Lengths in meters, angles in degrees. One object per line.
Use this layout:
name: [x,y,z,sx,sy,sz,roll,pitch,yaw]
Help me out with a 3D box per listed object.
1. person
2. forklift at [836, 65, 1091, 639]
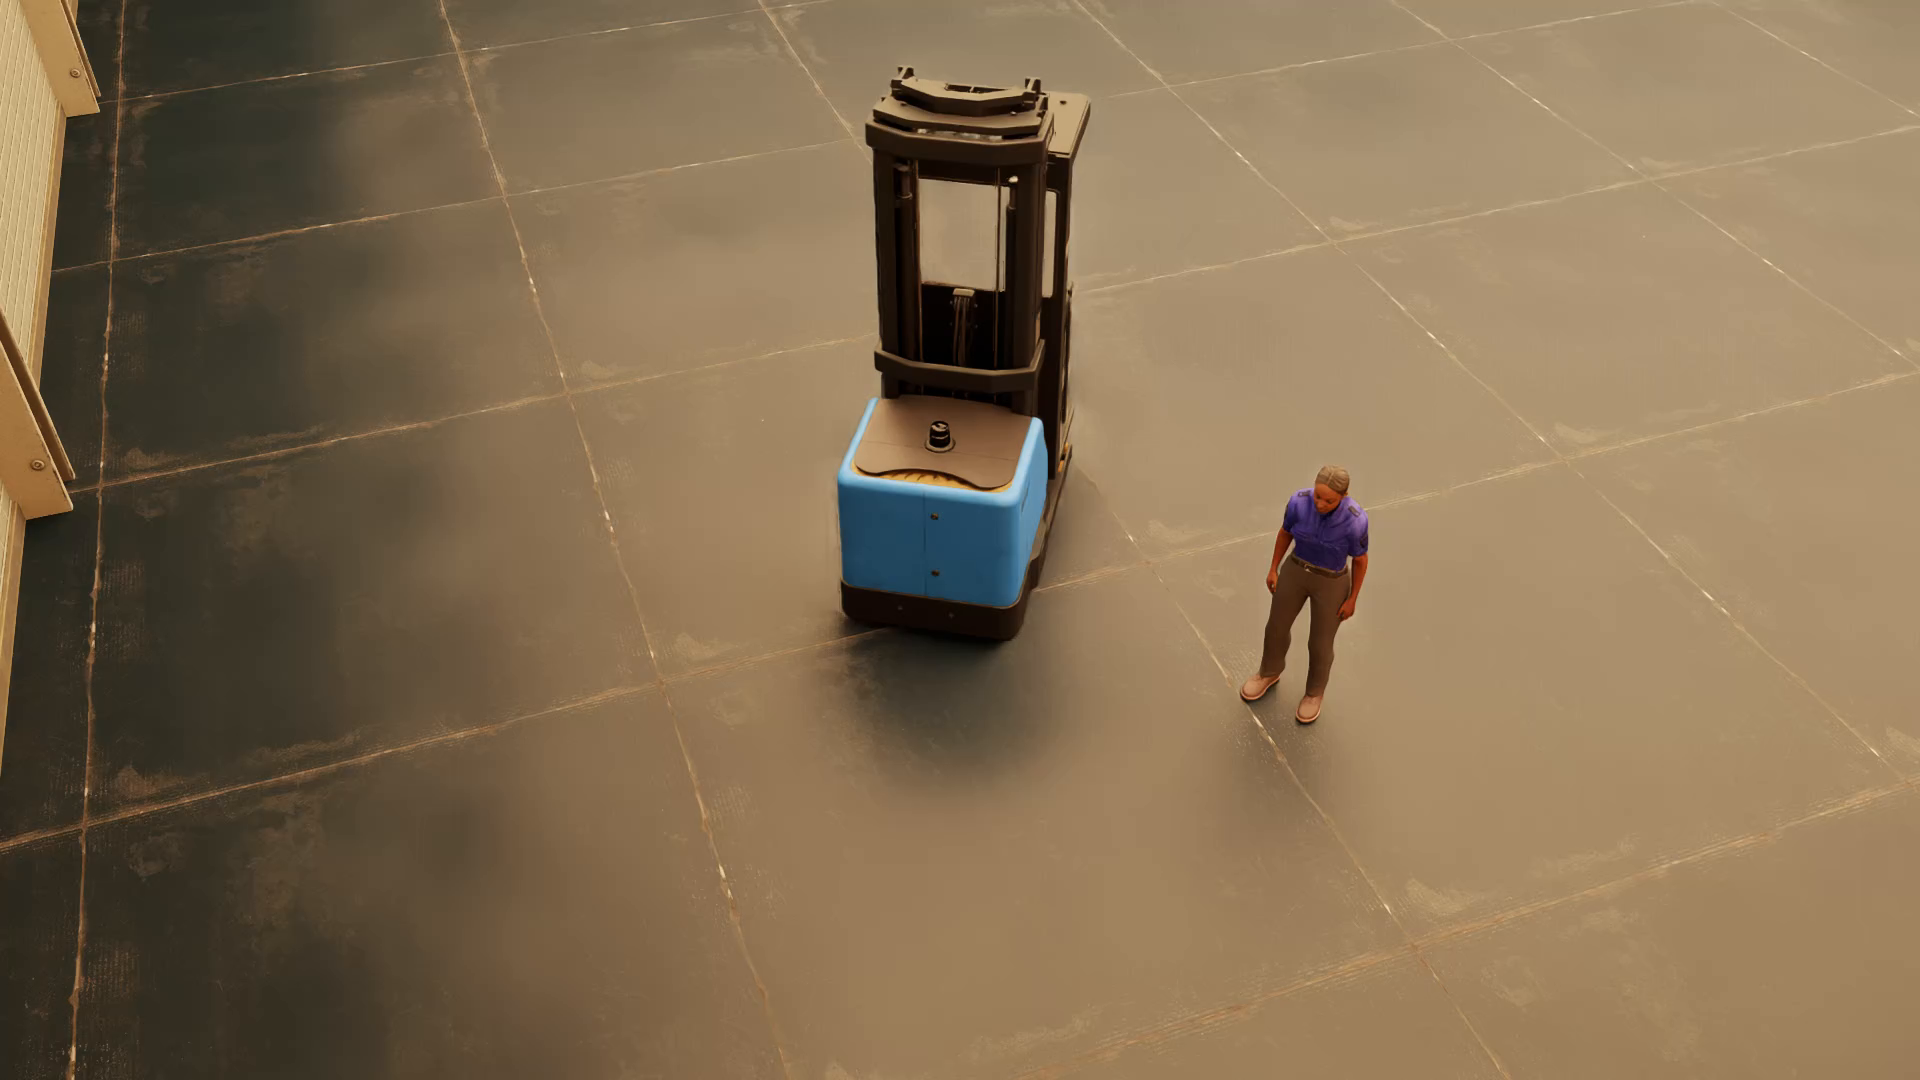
person: [1.843,0.234,8.713,0.511,1.653,0.351,23,45,25]
forklift: [0.117,-1.510,9.794,1.130,2.935,3.031,8,41,9]
